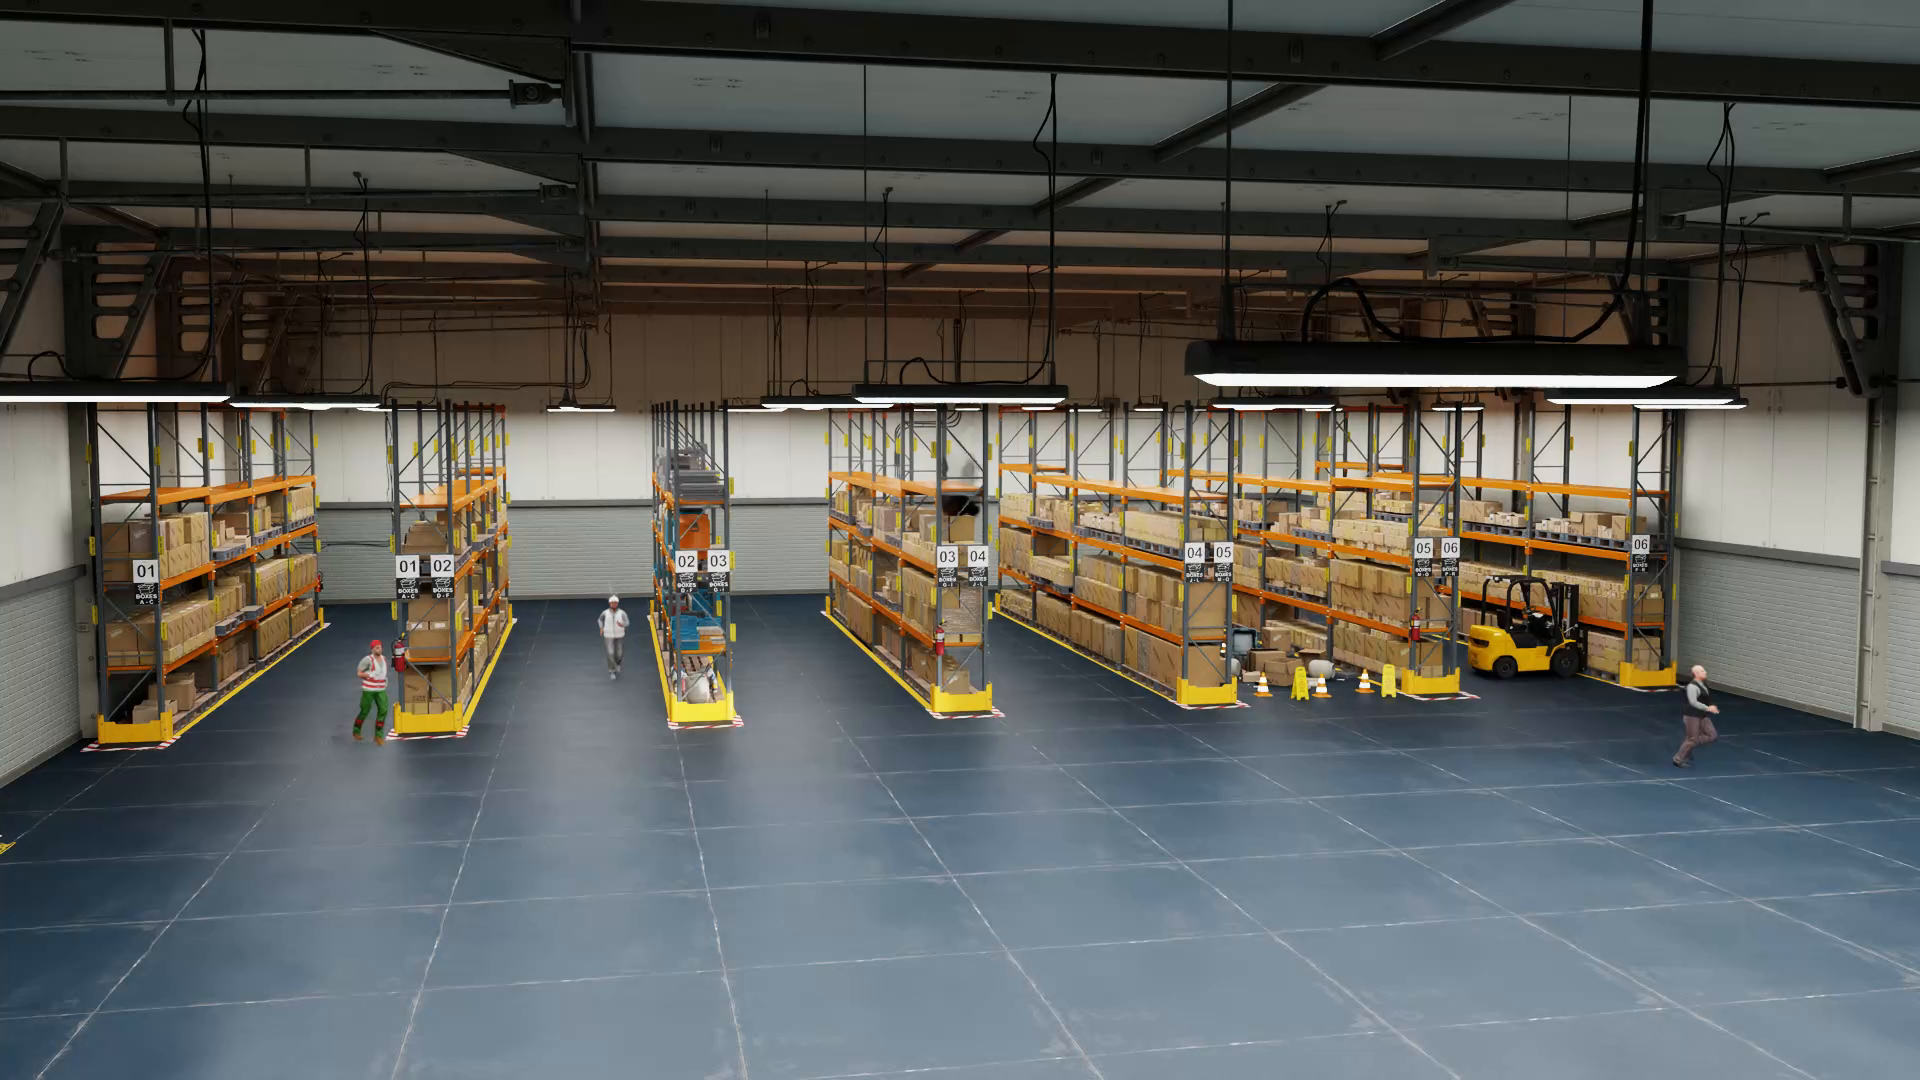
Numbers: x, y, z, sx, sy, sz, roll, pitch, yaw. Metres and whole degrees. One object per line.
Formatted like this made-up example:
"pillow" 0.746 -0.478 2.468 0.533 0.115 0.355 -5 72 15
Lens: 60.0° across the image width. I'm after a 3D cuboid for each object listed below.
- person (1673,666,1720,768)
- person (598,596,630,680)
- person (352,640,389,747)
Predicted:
"person" 11.941 2.859 26.890 0.703 1.684 0.682 4 6 43
"person" -7.503 2.096 36.084 0.656 1.758 0.970 -1 4 -15
"person" -10.216 2.649 28.970 0.788 1.835 0.654 4 6 39
